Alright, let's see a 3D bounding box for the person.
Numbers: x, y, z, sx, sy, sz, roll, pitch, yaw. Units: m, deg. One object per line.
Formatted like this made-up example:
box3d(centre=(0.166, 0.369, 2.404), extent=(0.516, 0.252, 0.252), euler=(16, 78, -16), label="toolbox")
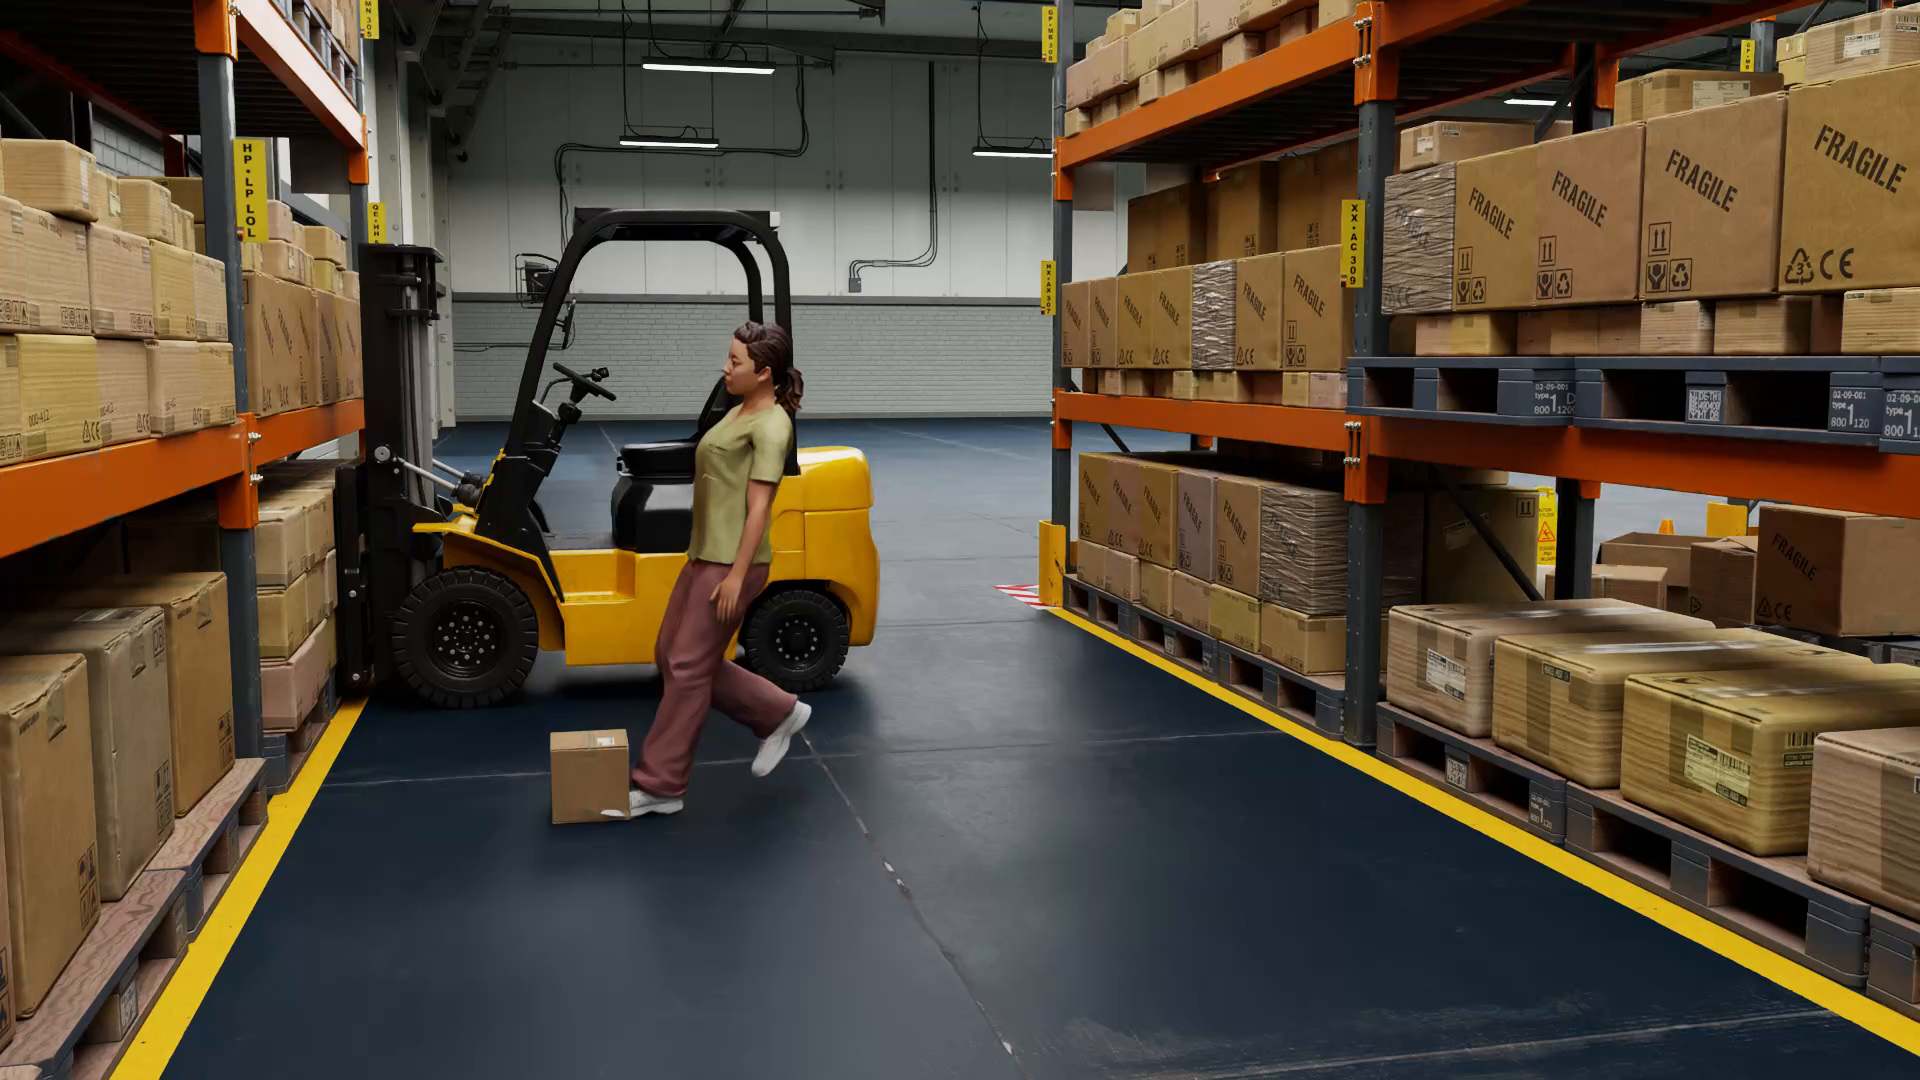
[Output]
box3d(centre=(-0.860, 0.089, 5.537), extent=(0.775, 1.623, 0.490), euler=(-3, 7, -22), label="person")
